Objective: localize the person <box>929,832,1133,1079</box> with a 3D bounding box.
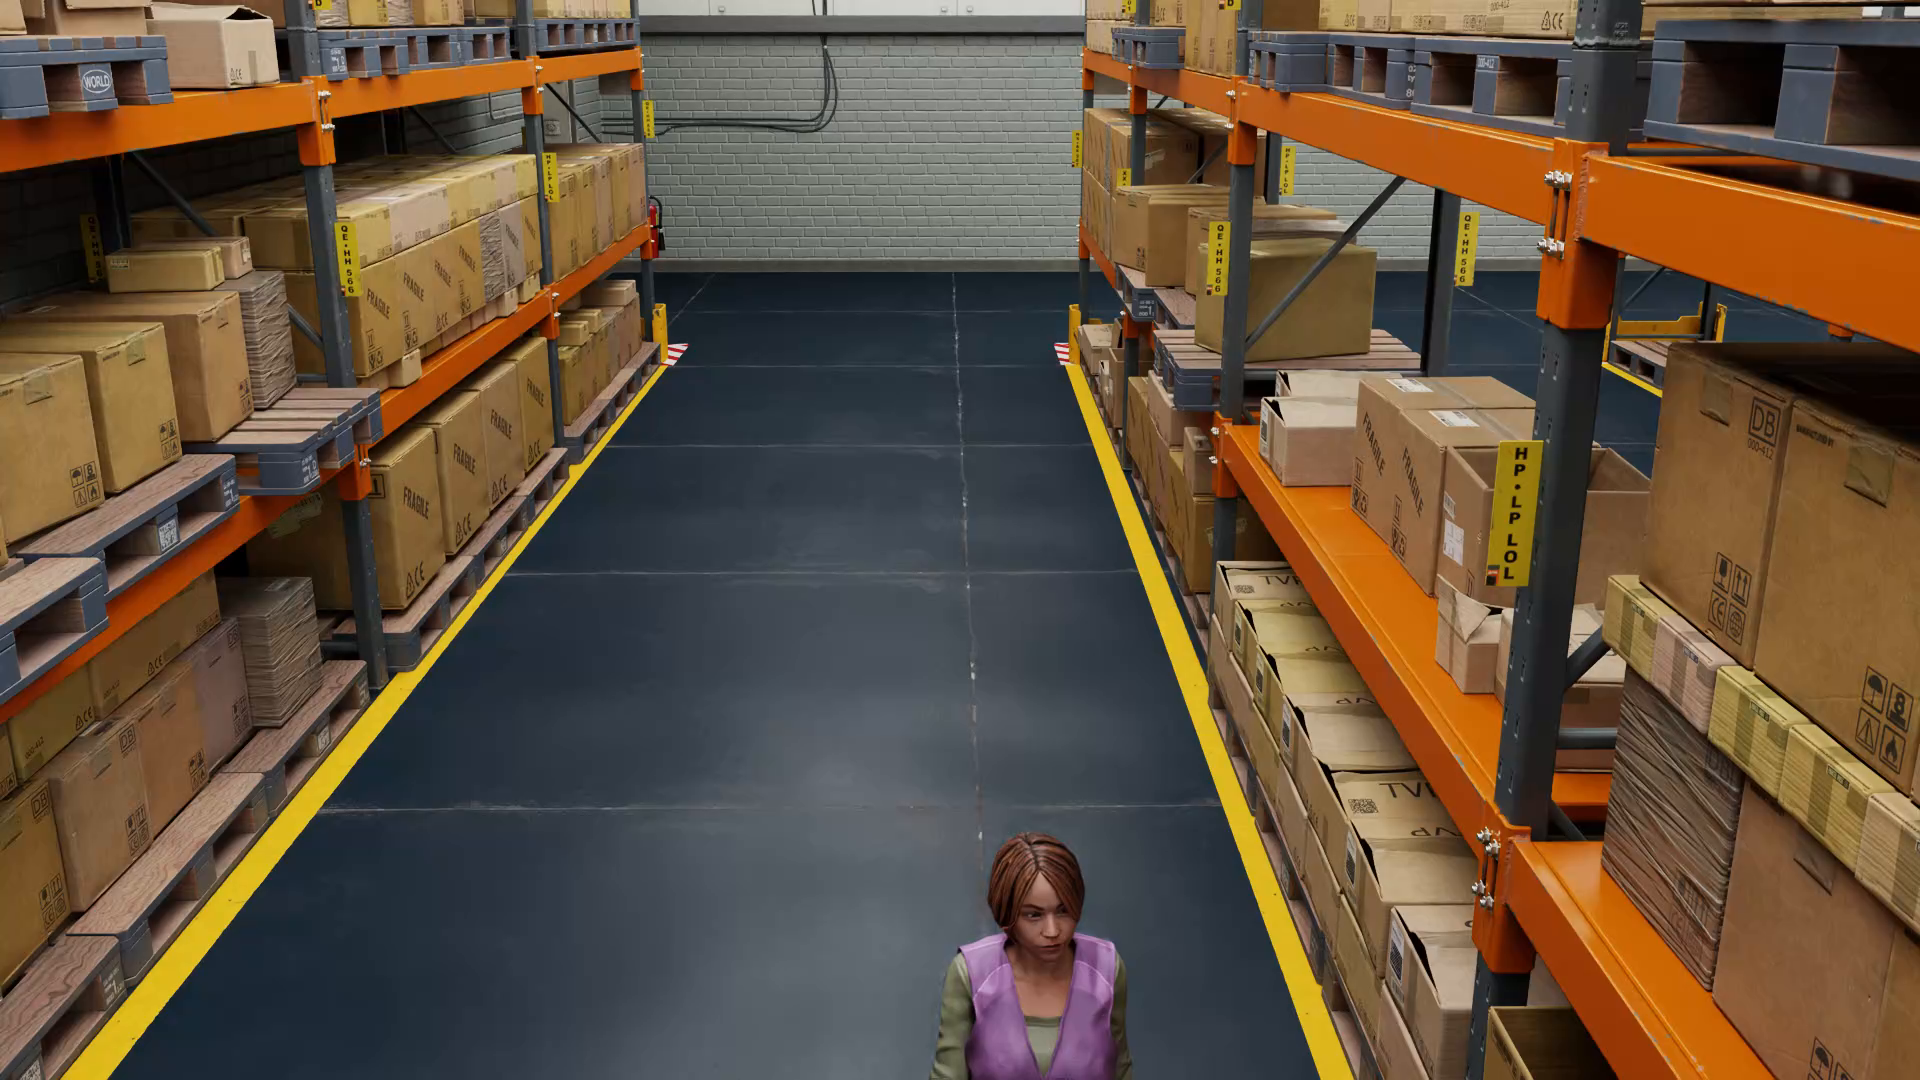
[{"bbox_3d":[0.140,1.332,3.276,0.428,1.547,0.908,0,17,0],"label":"person"}]
